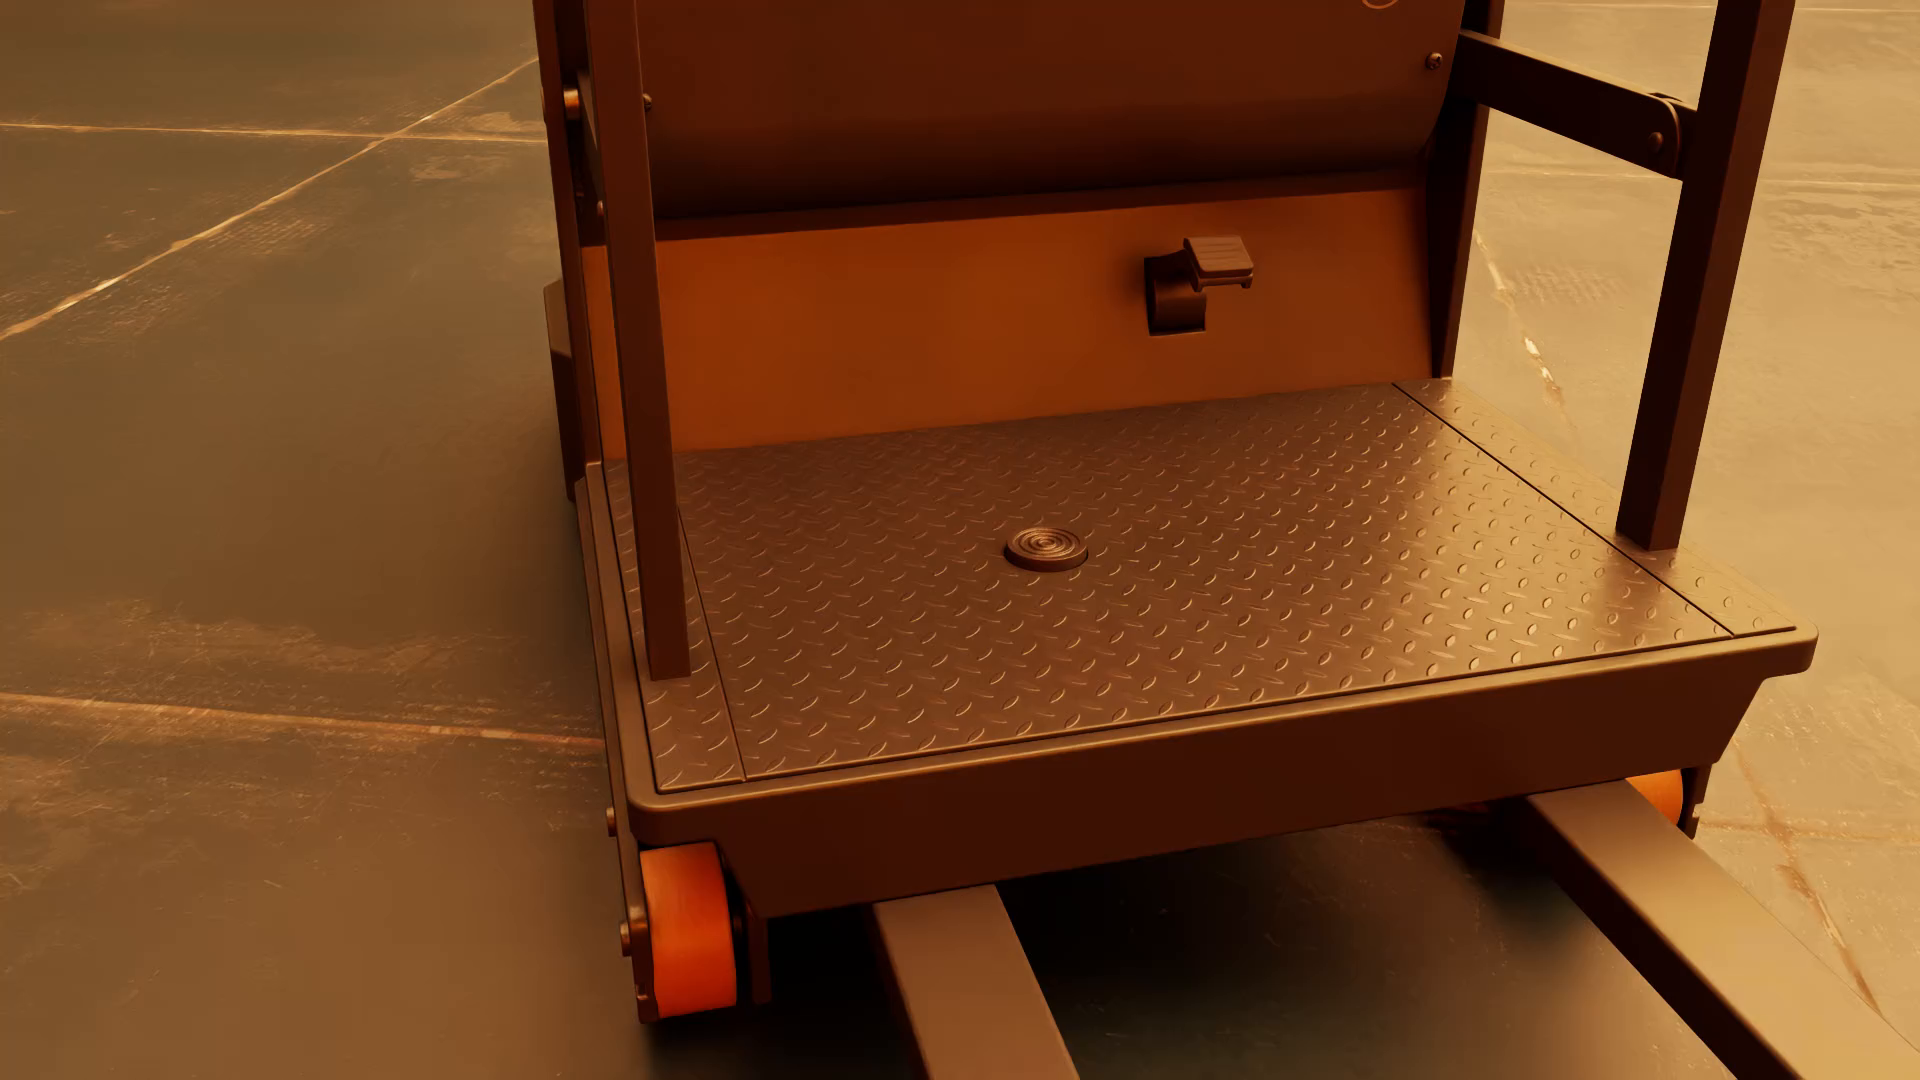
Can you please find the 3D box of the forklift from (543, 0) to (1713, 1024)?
[{"bbox_3d":[0.153,-1.049,1.319,1.130,2.935,3.031,-7,27,-13],"label":"forklift"}]
